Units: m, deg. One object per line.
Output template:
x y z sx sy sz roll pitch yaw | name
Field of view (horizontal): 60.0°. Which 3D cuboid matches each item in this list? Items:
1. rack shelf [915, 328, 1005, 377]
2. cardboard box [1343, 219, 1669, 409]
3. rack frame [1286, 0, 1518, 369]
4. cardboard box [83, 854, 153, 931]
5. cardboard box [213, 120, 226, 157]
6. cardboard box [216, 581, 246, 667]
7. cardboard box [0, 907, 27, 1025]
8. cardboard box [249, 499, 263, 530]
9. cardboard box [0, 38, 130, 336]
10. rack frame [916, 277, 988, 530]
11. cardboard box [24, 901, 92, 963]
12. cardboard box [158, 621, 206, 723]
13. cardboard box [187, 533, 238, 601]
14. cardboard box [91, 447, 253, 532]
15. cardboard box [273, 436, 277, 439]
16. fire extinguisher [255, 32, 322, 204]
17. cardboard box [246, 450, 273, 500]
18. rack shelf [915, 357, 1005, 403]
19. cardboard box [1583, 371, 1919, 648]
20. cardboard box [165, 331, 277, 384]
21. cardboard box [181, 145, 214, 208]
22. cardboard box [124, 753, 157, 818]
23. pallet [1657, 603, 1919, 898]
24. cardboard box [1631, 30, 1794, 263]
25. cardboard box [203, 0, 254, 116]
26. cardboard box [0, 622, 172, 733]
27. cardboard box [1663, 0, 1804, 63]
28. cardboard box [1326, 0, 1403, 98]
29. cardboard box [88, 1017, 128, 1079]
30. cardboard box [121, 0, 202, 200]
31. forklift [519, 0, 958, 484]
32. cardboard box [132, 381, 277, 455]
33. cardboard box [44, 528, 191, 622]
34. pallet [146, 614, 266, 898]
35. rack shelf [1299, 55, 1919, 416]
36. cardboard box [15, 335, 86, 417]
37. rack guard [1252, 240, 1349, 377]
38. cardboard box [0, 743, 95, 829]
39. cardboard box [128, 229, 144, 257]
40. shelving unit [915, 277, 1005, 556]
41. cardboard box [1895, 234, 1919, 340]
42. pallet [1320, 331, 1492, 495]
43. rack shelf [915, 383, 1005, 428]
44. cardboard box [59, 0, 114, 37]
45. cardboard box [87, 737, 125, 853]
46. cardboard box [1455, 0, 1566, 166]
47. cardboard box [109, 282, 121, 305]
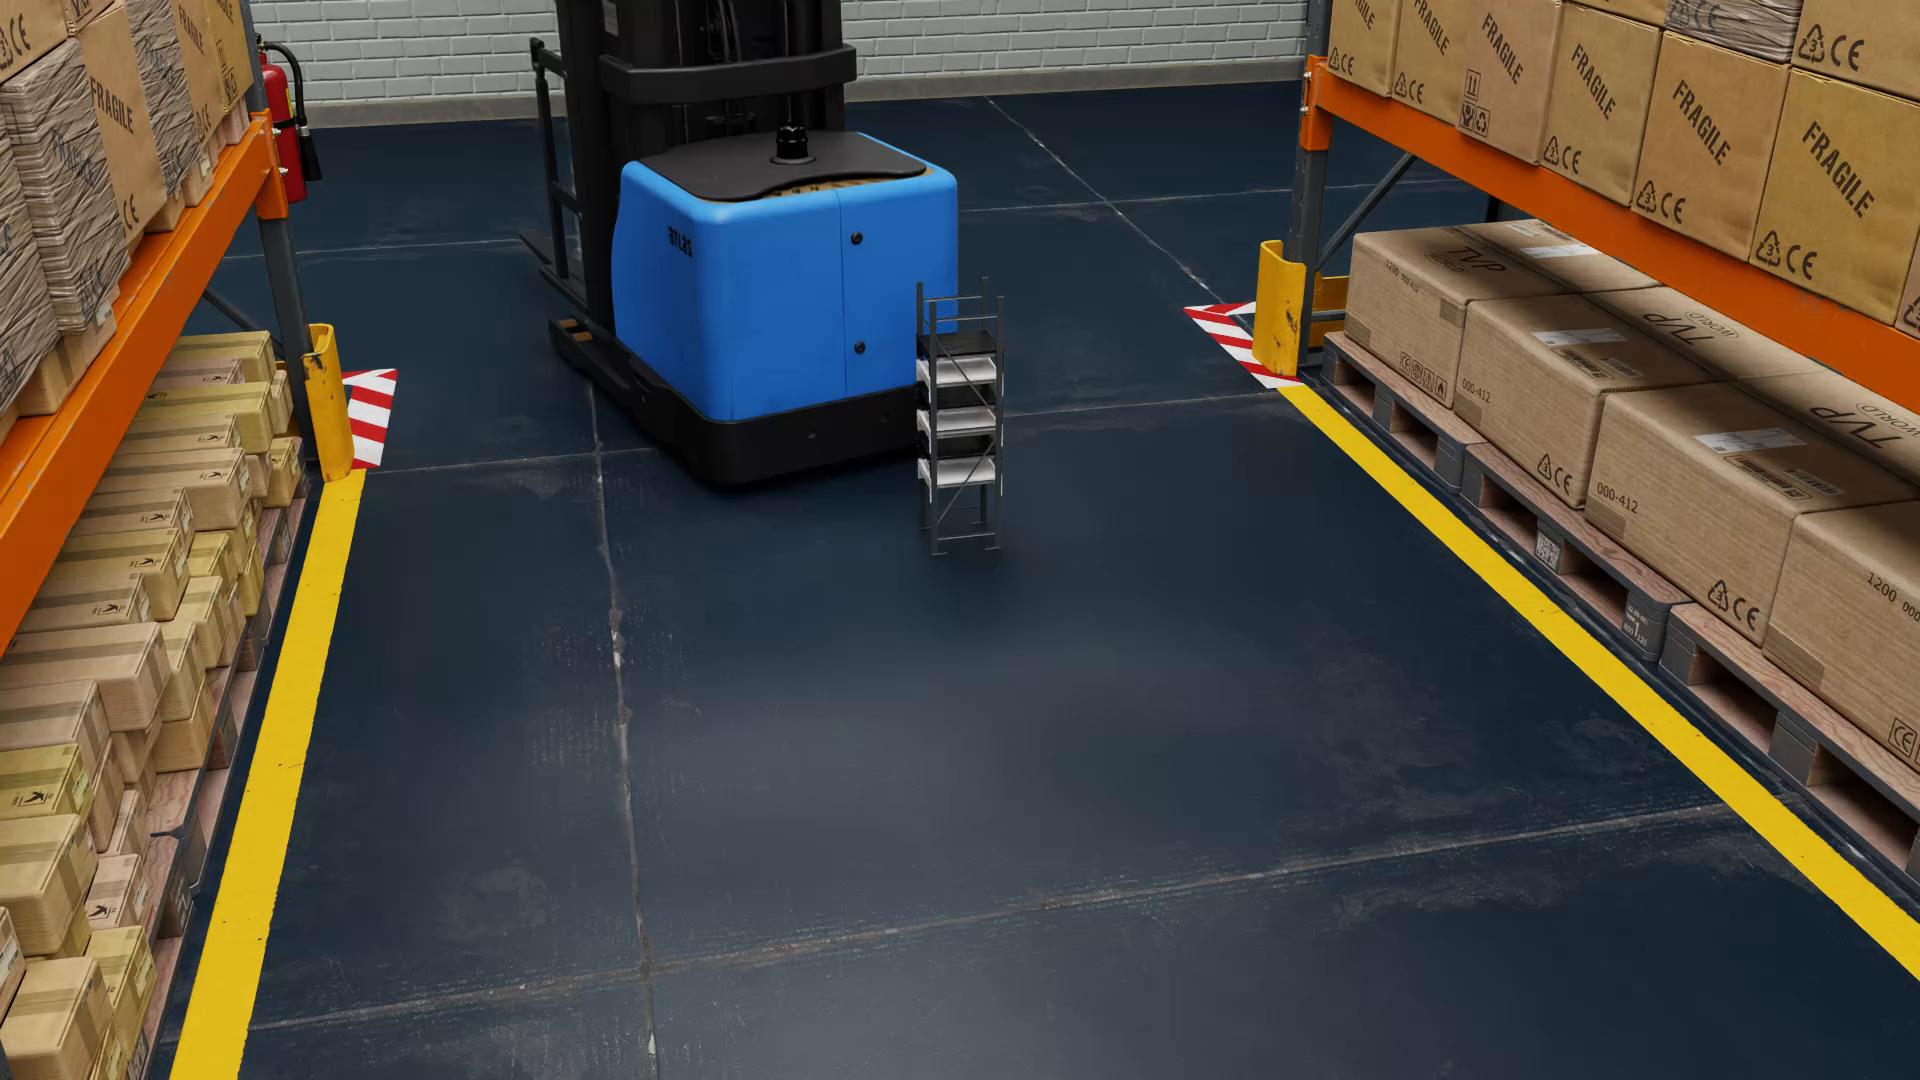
-0.002 -0.617 5.448 0.258 0.077 0.200 -6 27 -12 | rack shelf
2.142 -0.922 6.625 0.875 0.438 0.875 -7 28 -13 | cardboard box
1.896 -2.158 6.696 1.000 3.000 0.127 -6 27 -12 | rack frame
-1.938 0.817 3.499 0.380 0.149 0.250 -6 27 -12 | cardboard box
-2.536 -1.271 5.218 0.380 0.149 0.250 -6 27 -12 | cardboard box
-2.221 0.247 4.630 0.380 0.149 0.250 -5 27 -11 | cardboard box
-1.879 0.793 2.888 0.380 0.149 0.250 -5 27 -9 | cardboard box
-2.450 -0.088 5.294 0.380 0.149 0.250 -6 27 -12 | cardboard box
-2.066 -0.716 3.399 0.500 0.500 0.500 -7 28 -13 | cardboard box
-0.025 -0.450 5.643 0.240 0.900 0.006 -6 27 -12 | rack frame
-1.917 0.804 3.195 0.380 0.149 0.250 -6 27 -11 | cardboard box
-2.099 0.342 4.112 0.380 0.149 0.250 -6 27 -12 | cardboard box
-2.219 0.113 4.565 0.380 0.149 0.250 -5 27 -9 | cardboard box
-2.244 -0.135 4.726 0.380 0.149 0.250 -5 27 -10 | cardboard box
-2.582 -0.315 5.744 0.380 0.149 0.250 -5 27 -11 | cardboard box
-2.511 -1.567 6.025 0.296 0.674 0.183 -6 27 -12 | fire extinguisher
-2.388 -0.228 5.240 0.380 0.149 0.250 -7 28 -14 | cardboard box
-0.002 -0.536 5.488 0.258 0.077 0.200 -6 27 -12 | rack shelf
2.558 -0.125 5.046 0.875 0.438 0.875 -7 28 -13 | cardboard box
-2.538 -0.584 5.616 0.380 0.149 0.250 -6 27 -11 | cardboard box
-2.384 -1.053 4.786 0.380 0.149 0.250 -5 27 -10 | cardboard box
-2.139 0.597 3.937 0.380 0.149 0.250 -7 28 -14 | cardboard box
2.702 0.501 4.522 1.003 0.211 1.213 -6 27 -12 | pallet
2.195 -1.068 4.427 0.500 0.500 0.500 -6 27 -12 | cardboard box
-2.552 -1.617 5.183 0.500 0.500 0.500 -5 27 -11 | cardboard box
-2.047 0.328 3.810 0.380 0.149 0.250 -5 27 -10 | cardboard box
2.192 -1.518 4.208 0.500 0.500 0.500 -6 27 -11 | cardboard box
1.724 -1.962 6.198 0.500 0.500 0.500 -6 27 -12 | cardboard box
-1.772 1.038 3.062 0.380 0.149 0.250 -7 28 -14 | cardboard box
-2.318 -1.169 4.295 0.500 0.500 0.500 -6 27 -11 | cardboard box
-1.161 -2.136 6.729 1.130 2.935 3.031 -14 30 -26 | forklift
-2.355 -0.367 5.186 0.380 0.149 0.250 -7 28 -13 | cardboard box
-2.206 0.104 4.252 0.380 0.149 0.250 -6 27 -11 | cardboard box
-2.467 0.562 4.402 1.003 0.211 1.213 -6 27 -12 | pallet
2.346 -0.958 5.118 1.077 0.370 4.000 -6 27 -12 | rack shelf
-2.038 -0.355 3.403 0.380 0.149 0.250 -5 27 -11 | cardboard box
1.890 -1.052 7.280 1.175 0.500 0.348 -6 27 -12 | rack guard
-1.988 0.560 3.350 0.380 0.149 0.250 -6 27 -12 | cardboard box
-2.351 -0.810 4.304 0.380 0.149 0.250 -7 28 -14 | cardboard box
-0.002 -0.405 5.554 0.258 0.900 0.210 -6 27 -12 | shelving unit
2.444 -0.624 3.546 0.500 0.500 0.500 -6 27 -11 | cardboard box
2.152 -0.570 6.644 1.003 0.211 1.213 -6 27 -12 | pallet
-0.002 -0.456 5.529 0.258 0.077 0.200 -6 27 -12 | rack shelf
-2.196 -1.377 3.599 0.500 0.500 0.500 -7 28 -13 | cardboard box
-2.065 0.582 3.635 0.380 0.149 0.250 -7 28 -14 | cardboard box
1.962 -1.518 5.318 0.500 0.500 0.500 -6 27 -12 | cardboard box
-2.198 -0.586 3.861 0.380 0.149 0.250 -5 27 -10 | cardboard box
